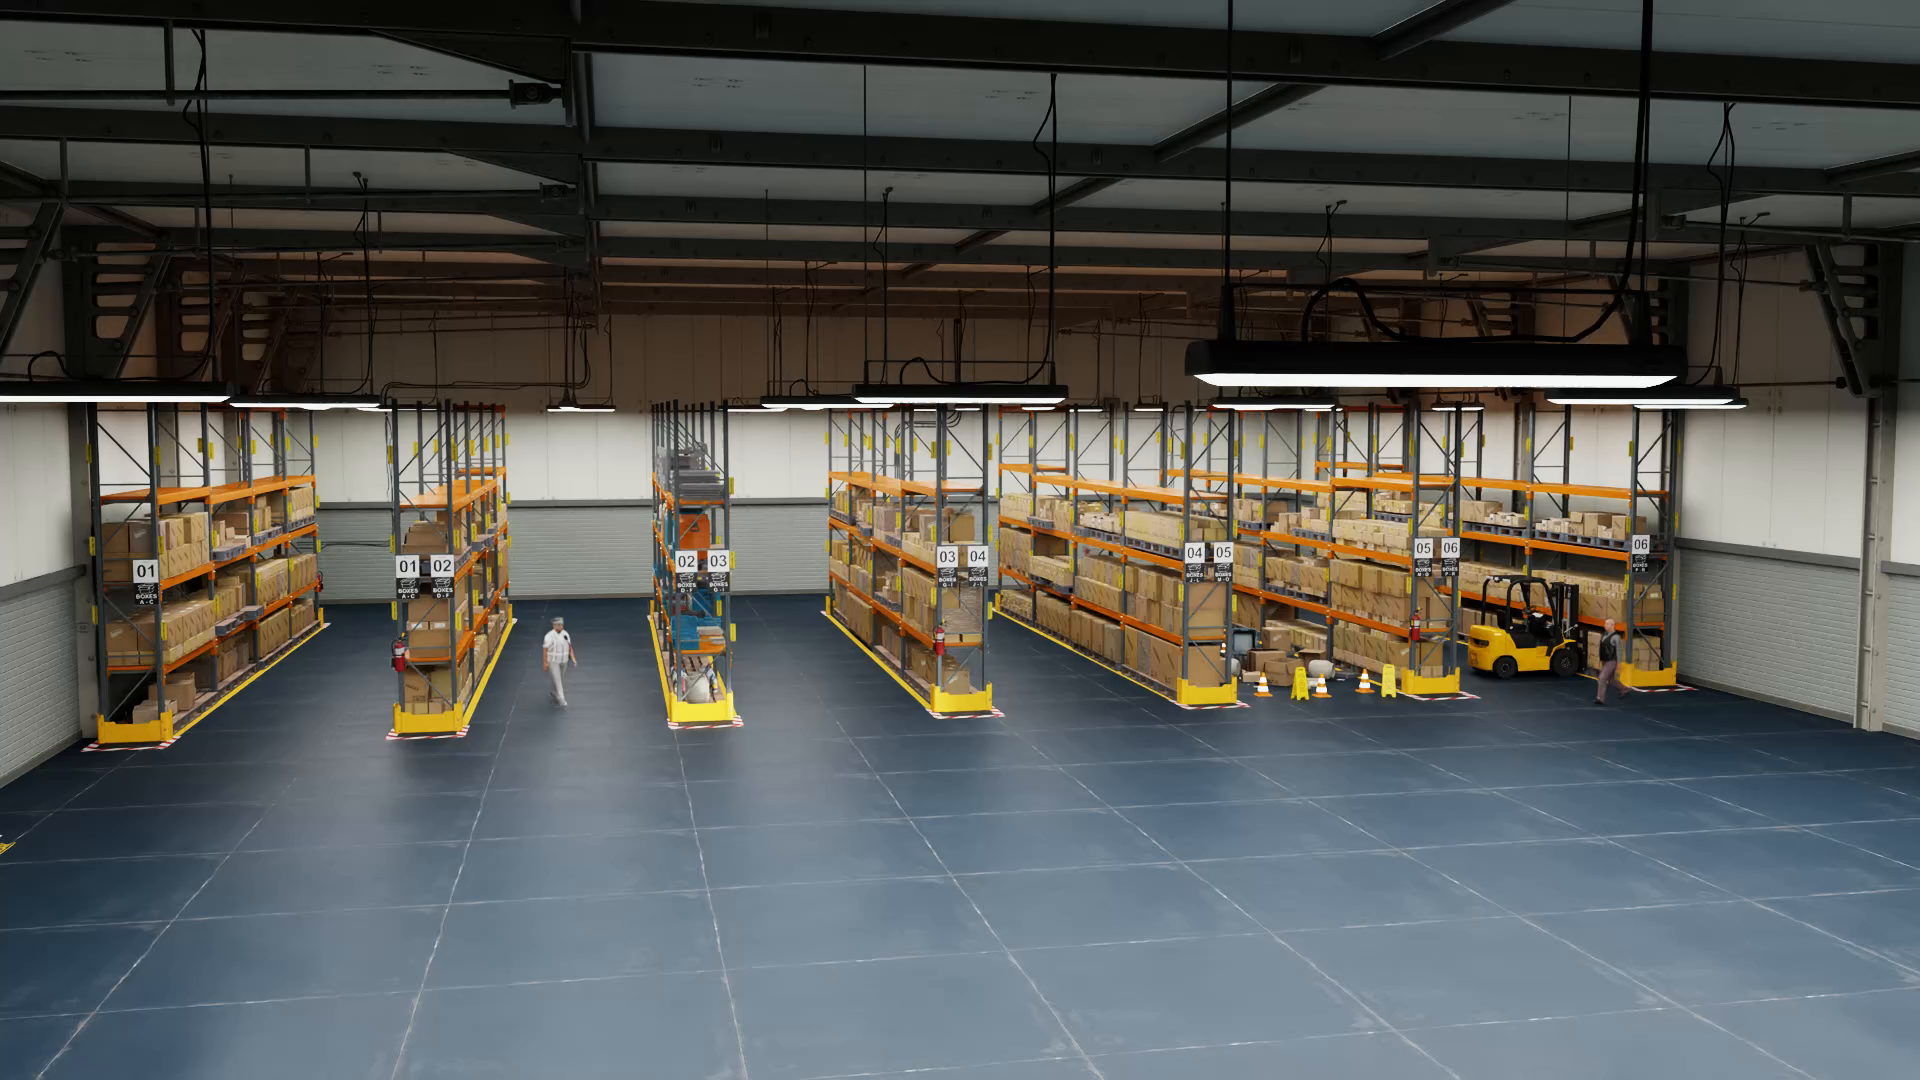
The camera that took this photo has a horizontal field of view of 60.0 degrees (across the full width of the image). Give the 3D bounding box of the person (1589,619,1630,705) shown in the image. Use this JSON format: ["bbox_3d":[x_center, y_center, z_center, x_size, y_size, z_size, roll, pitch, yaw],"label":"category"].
[{"bbox_3d":[12.878,2.400,32.885,0.999,1.686,0.540,-1,4,-12],"label":"person"}]

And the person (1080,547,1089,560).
[{"bbox_3d":[3.912,1.044,51.786,0.597,1.647,0.468,-3,5,-36],"label":"person"}]

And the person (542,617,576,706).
[{"bbox_3d":[-7.936,2.367,32.863,0.605,1.698,1.112,-4,6,-39],"label":"person"}]

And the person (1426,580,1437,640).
[{"bbox_3d":[11.734,1.772,41.363,0.465,1.670,0.497,4,6,44],"label":"person"}]
